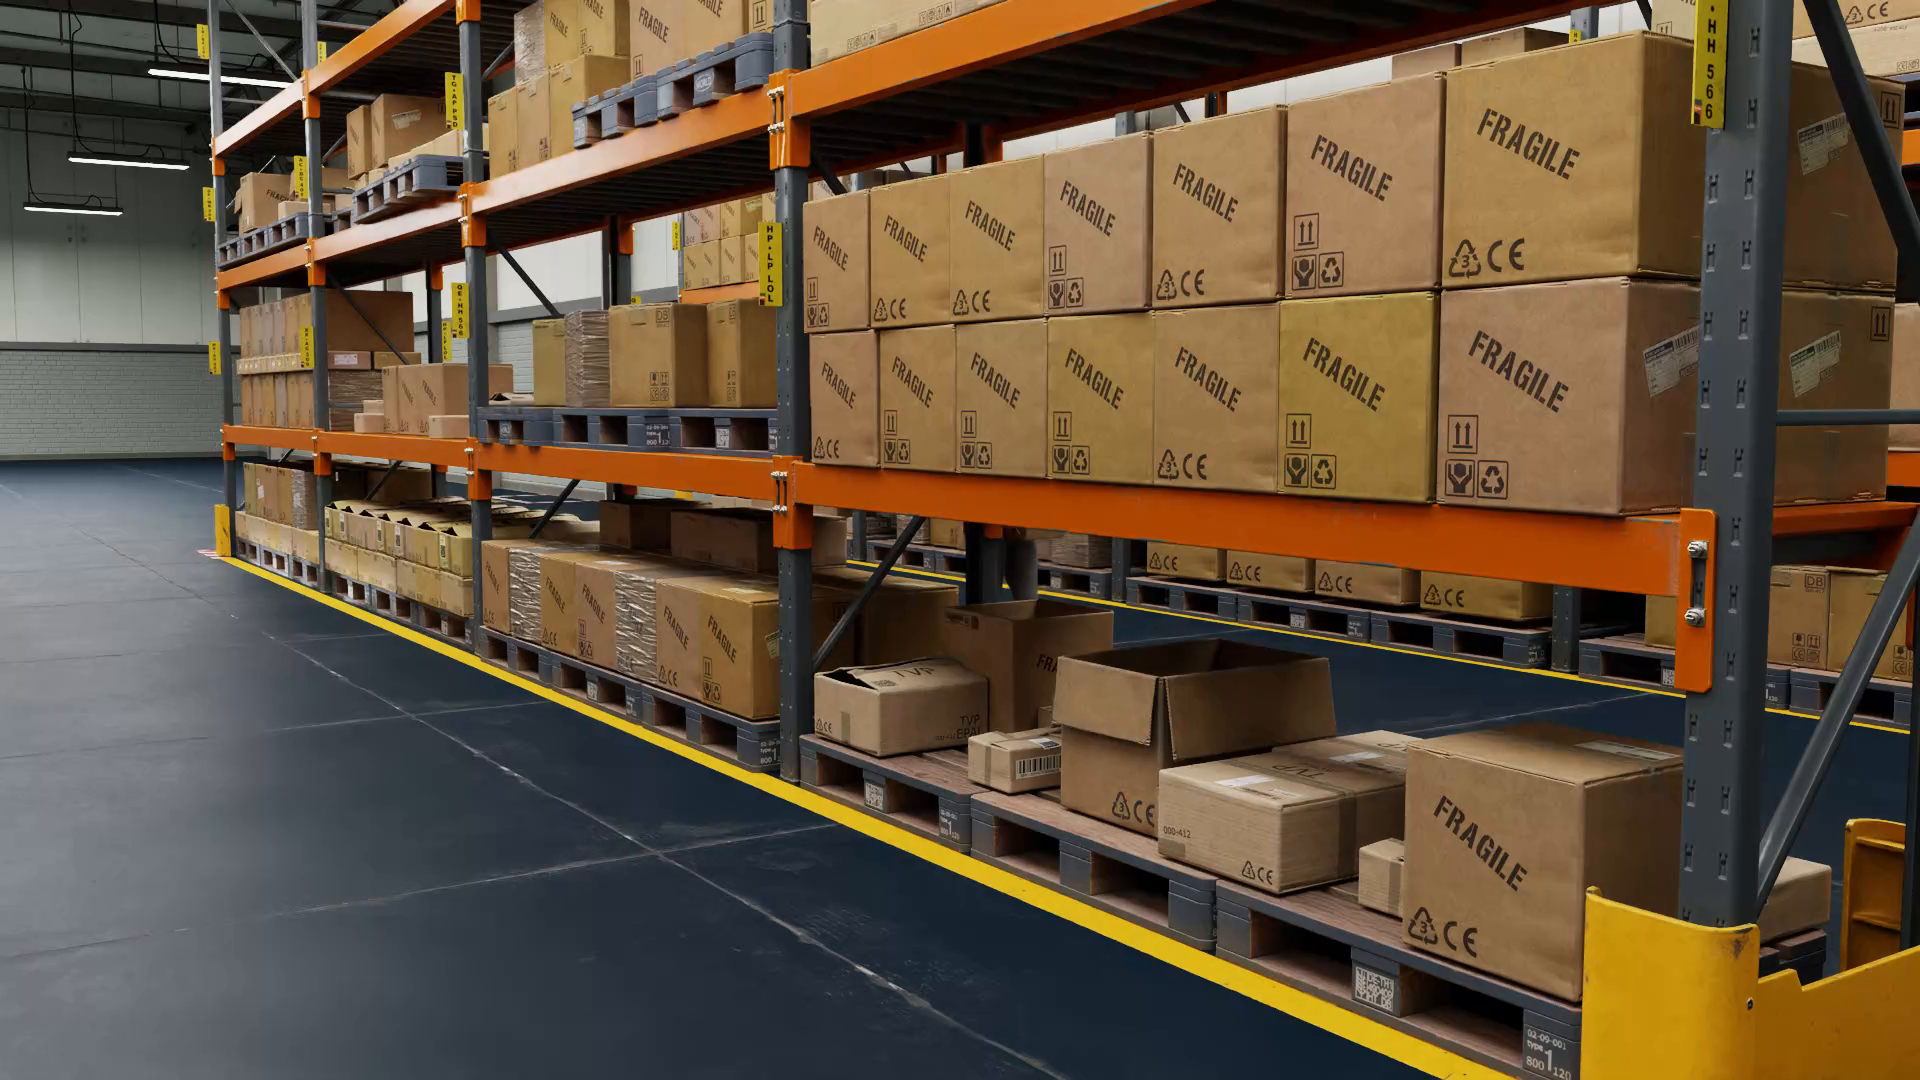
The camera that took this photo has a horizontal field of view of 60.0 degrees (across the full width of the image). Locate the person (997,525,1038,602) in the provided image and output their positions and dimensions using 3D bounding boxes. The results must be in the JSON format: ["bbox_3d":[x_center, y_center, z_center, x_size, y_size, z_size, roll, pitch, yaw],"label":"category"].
[{"bbox_3d":[0.274,-0.026,8.788,0.441,1.688,0.514,-3,6,-34],"label":"person"}]
